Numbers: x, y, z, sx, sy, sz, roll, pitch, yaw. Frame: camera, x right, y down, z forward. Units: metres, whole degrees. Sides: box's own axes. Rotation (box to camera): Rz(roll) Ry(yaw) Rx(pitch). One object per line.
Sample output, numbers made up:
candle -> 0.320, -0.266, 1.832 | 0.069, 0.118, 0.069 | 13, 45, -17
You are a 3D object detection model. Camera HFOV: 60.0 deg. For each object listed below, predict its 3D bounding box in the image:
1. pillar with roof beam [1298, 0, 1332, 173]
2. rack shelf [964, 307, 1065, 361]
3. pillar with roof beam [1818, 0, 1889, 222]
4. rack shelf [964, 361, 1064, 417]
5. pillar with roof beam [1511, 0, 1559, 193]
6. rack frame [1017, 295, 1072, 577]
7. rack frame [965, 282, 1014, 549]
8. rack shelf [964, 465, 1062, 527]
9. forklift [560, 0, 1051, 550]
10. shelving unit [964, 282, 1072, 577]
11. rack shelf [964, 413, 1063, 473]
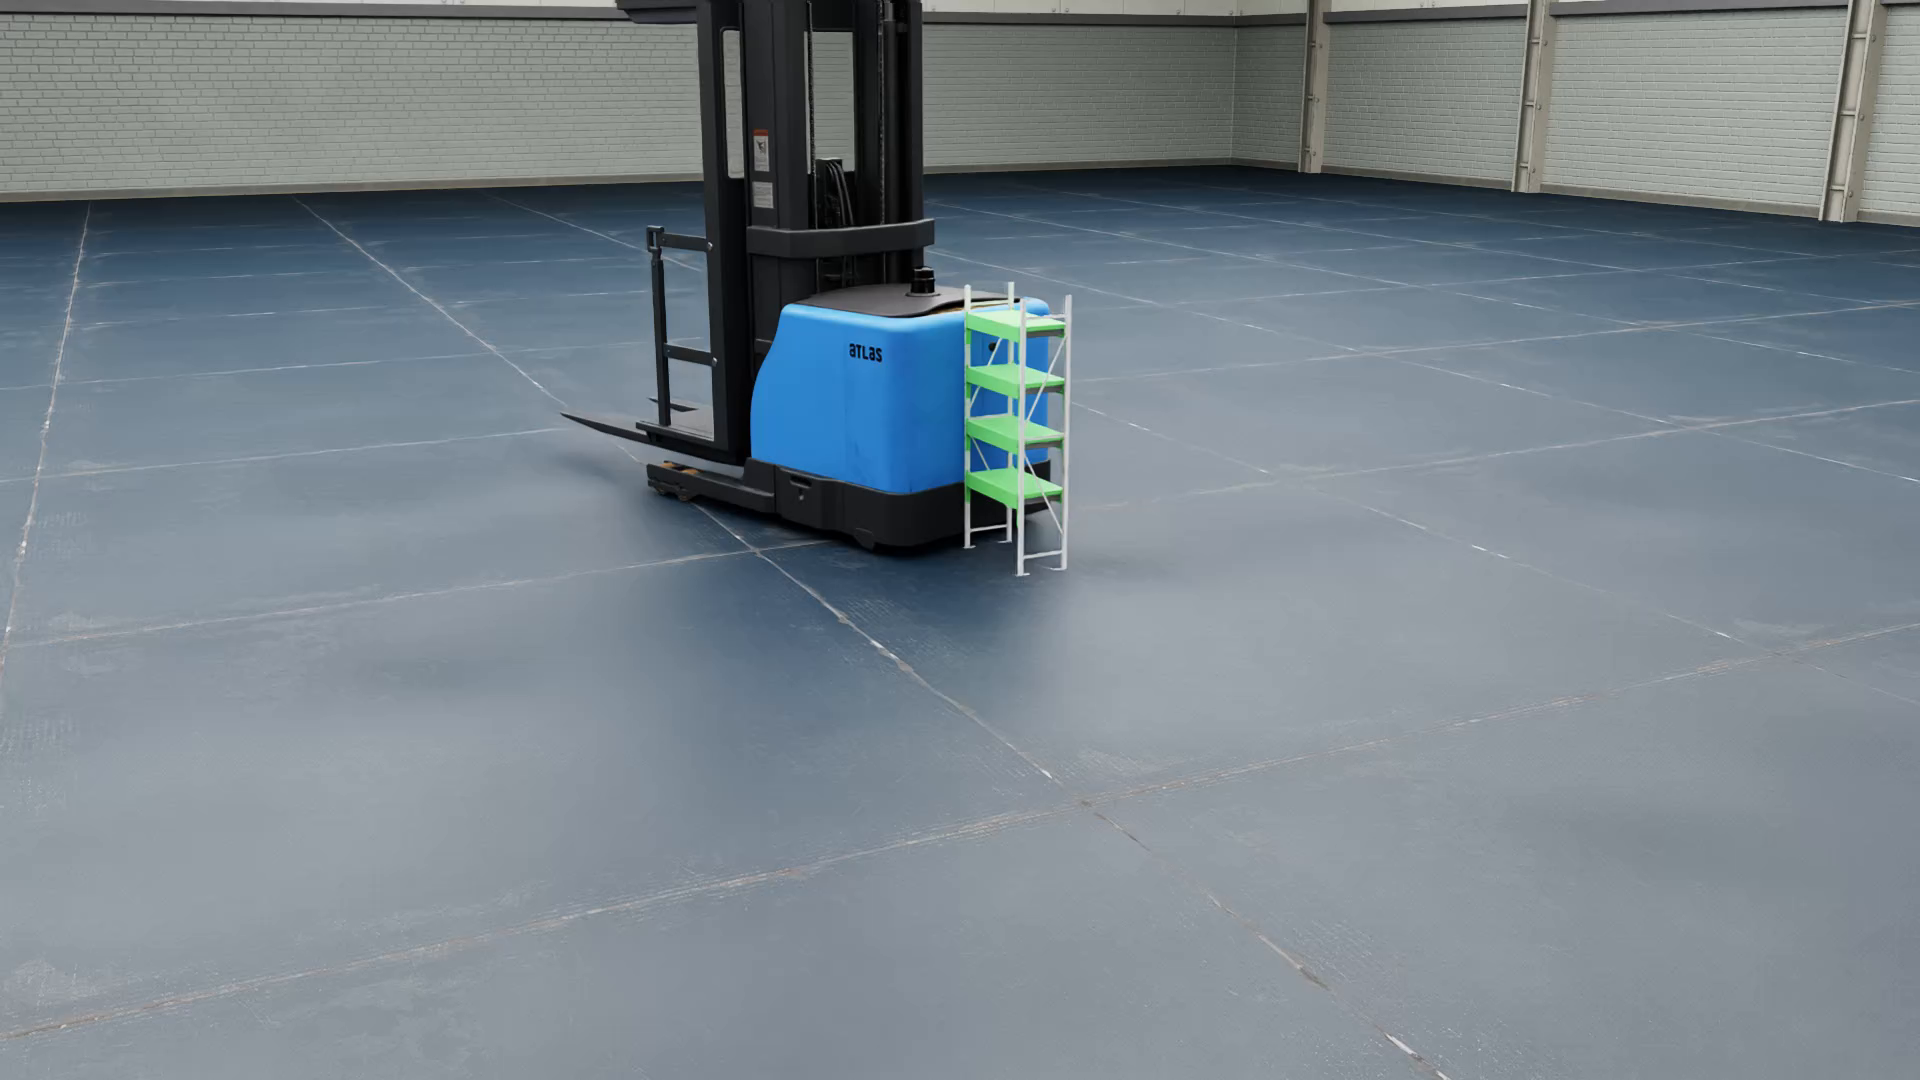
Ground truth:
pillar with roof beam -> 3.244, -11.281, 30.749 | 9.100, 9.000, 0.400 | -8, 18, -25
rack shelf -> 0.244, -0.893, 7.177 | 0.258, 0.148, 0.480 | -8, 18, -27
pillar with roof beam -> 8.501, -8.306, 20.380 | 9.100, 9.000, 0.400 | -8, 18, -25
rack shelf -> 0.244, -0.662, 7.243 | 0.258, 0.148, 0.480 | -8, 18, -27
pillar with roof beam -> 5.872, -9.794, 25.565 | 9.100, 9.000, 0.400 | -8, 18, -25
rack frame -> 0.358, -0.433, 7.084 | 0.240, 1.200, 0.015 | -8, 18, -27
rack frame -> 0.131, -0.552, 7.499 | 0.240, 1.200, 0.015 | -8, 18, -27
rack shelf -> 0.244, -0.200, 7.376 | 0.258, 0.148, 0.480 | -8, 18, -27
forklift -> -0.968, -1.693, 8.338 | 3.031, 2.935, 1.130 | 15, 22, 42
shelving unit -> 0.244, -0.493, 7.292 | 0.258, 1.200, 0.503 | -8, 18, -27
rack shelf -> 0.244, -0.431, 7.310 | 0.258, 0.148, 0.480 | -8, 18, -27
